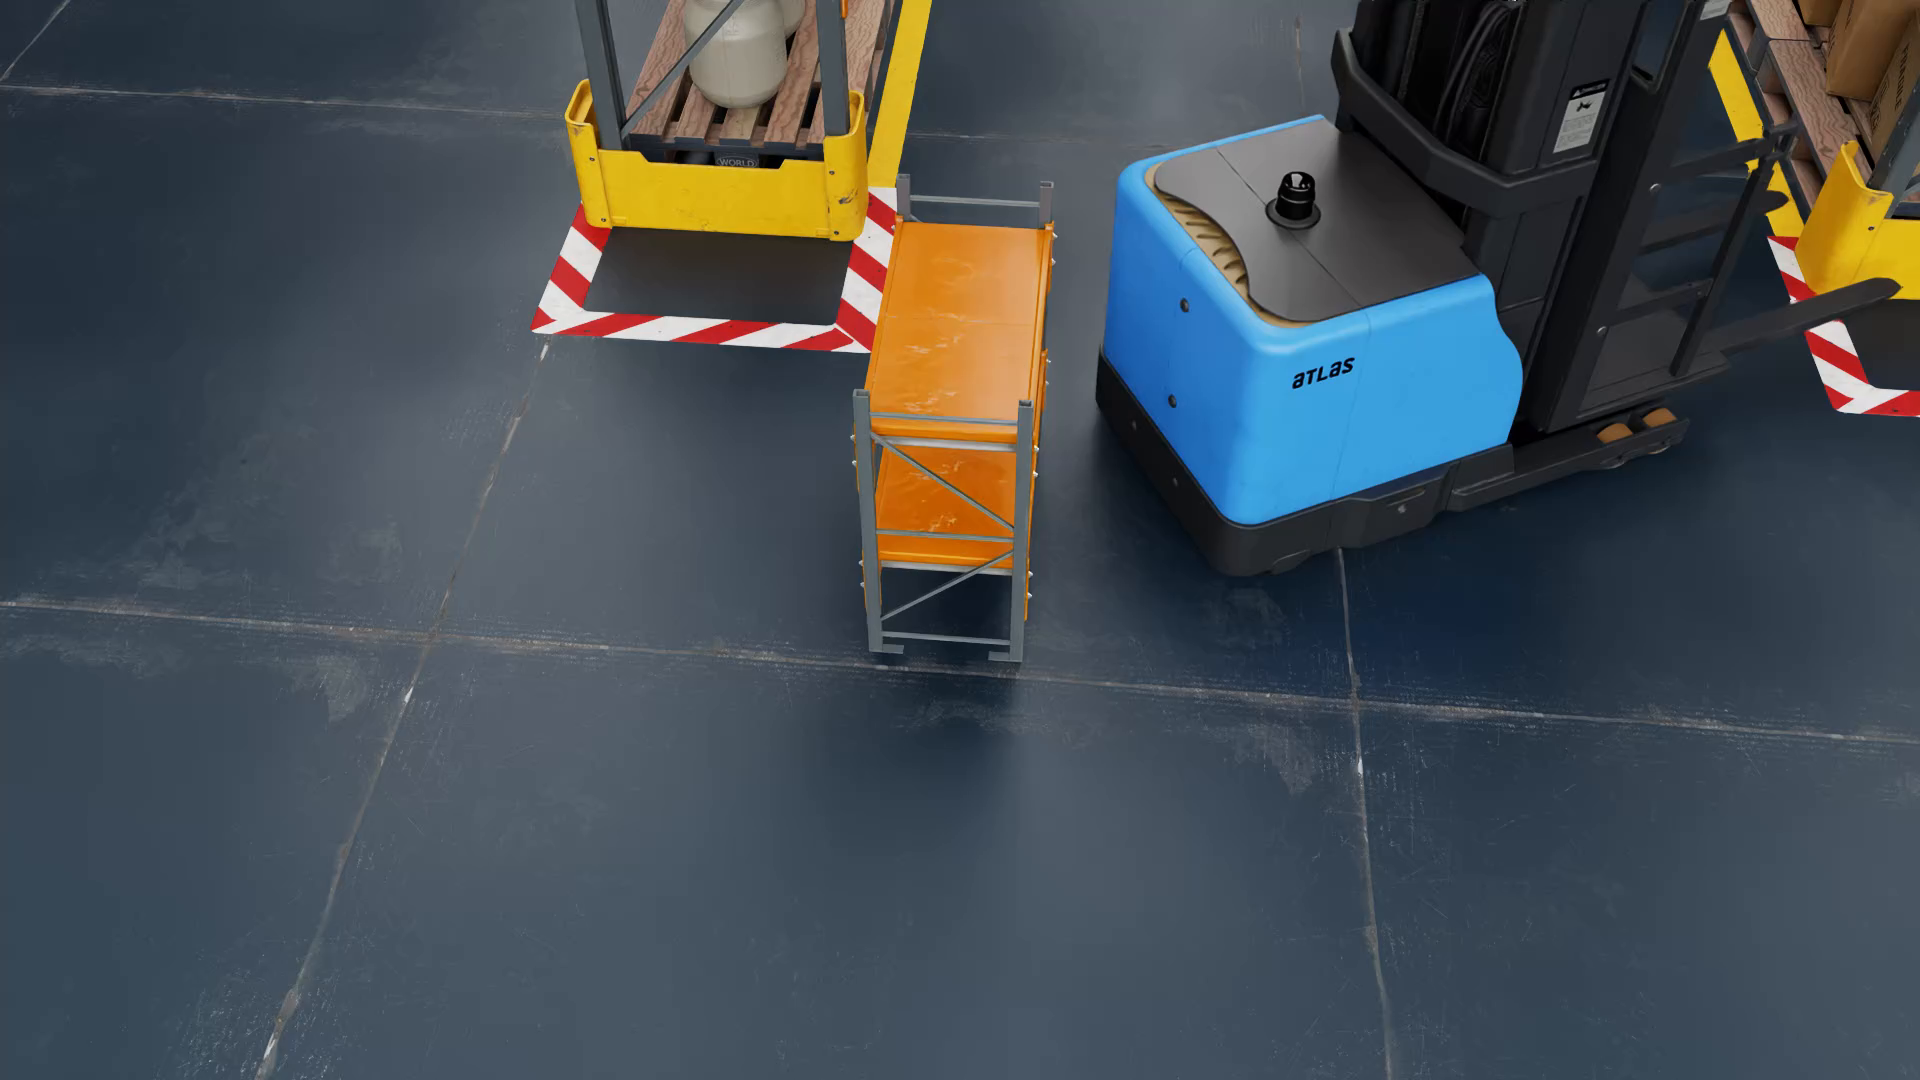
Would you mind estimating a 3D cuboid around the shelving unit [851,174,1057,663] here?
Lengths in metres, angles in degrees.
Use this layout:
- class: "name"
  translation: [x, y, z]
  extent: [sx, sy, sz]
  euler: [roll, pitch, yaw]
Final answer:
- class: "shelving unit"
  translation: [0.001, -0.385, 5.339]
  extent: [0.538, 1.125, 1.048]
  euler: [4, 48, 4]

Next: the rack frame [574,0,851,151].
- class: "rack frame"
  translation: [-0.940, -2.352, 5.868]
  extent: [1.000, 3.000, 0.127]
  euler: [4, 48, 4]

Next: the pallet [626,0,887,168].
- class: "pallet"
  translation: [-0.901, -2.066, 7.497]
  extent: [1.003, 0.211, 1.213]
  euler: [4, 48, 4]

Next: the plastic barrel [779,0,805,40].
- class: "plastic barrel"
  translation: [-0.911, -2.511, 7.415]
  extent: [0.421, 0.512, 0.421]
  euler: [0, 48, 0]

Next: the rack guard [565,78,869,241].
- class: "rack guard"
  translation: [-0.980, -1.567, 6.845]
  extent: [1.175, 0.500, 0.348]
  euler: [4, 48, 4]

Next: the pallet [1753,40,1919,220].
- class: "pallet"
  translation: [4.108, -1.728, 7.187]
  extent: [1.003, 0.211, 1.213]
  euler: [4, 48, 4]

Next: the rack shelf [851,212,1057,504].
- class: "rack shelf"
  translation: [0.001, -0.582, 5.123]
  extent: [0.538, 0.278, 1.000]
  euler: [4, 48, 4]

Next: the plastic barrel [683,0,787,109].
- class: "plastic barrel"
  translation: [-0.956, -2.143, 7.078]
  extent: [0.421, 0.512, 0.421]
  euler: [0, 48, 0]

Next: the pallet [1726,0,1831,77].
- class: "pallet"
  translation: [4.222, -2.622, 8.005]
  extent: [1.003, 0.211, 1.213]
  euler: [4, 48, 4]

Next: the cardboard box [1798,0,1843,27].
- class: "cardboard box"
  translation: [4.162, -2.675, 7.573]
  extent: [0.500, 0.500, 0.500]
  euler: [8, 48, 7]

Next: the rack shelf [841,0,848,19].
- class: "rack shelf"
  translation: [-0.758, -3.579, 7.478]
  extent: [1.077, 0.370, 4.000]
  euler: [4, 48, 4]

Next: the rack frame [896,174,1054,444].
- class: "rack frame"
  translation: [0.047, -0.758, 5.681]
  extent: [0.500, 1.125, 0.032]
  euler: [4, 48, 4]

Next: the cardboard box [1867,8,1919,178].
- class: "cardboard box"
  translation: [4.066, -1.775, 6.750]
  extent: [0.500, 0.500, 0.500]
  euler: [12, 49, 11]

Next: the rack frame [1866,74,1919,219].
- class: "rack frame"
  translation: [3.992, -2.019, 5.564]
  extent: [1.000, 3.000, 0.127]
  euler: [4, 48, 4]

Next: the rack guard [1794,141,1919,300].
- class: "rack guard"
  translation: [3.999, -1.231, 6.537]
  extent: [1.175, 0.500, 0.348]
  euler: [4, 48, 4]

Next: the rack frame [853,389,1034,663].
- class: "rack frame"
  translation: [-0.046, -0.011, 4.998]
  extent: [0.500, 1.125, 0.032]
  euler: [4, 48, 4]

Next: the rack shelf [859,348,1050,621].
- class: "rack shelf"
  translation: [0.001, -0.220, 5.520]
  extent: [0.538, 0.278, 1.000]
  euler: [4, 48, 4]

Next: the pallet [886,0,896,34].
- class: "pallet"
  translation: [-0.787, -2.960, 8.315]
  extent: [1.003, 0.211, 1.213]
  euler: [4, 48, 4]

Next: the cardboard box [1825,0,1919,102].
- class: "cardboard box"
  translation: [4.086, -2.216, 7.154]
  extent: [0.500, 0.500, 0.500]
  euler: [15, 49, 14]

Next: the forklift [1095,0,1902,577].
- class: "forklift"
  translation: [2.064, -1.587, 5.215]
  extent: [3.031, 2.935, 1.130]
  euler: [-18, 50, -15]
